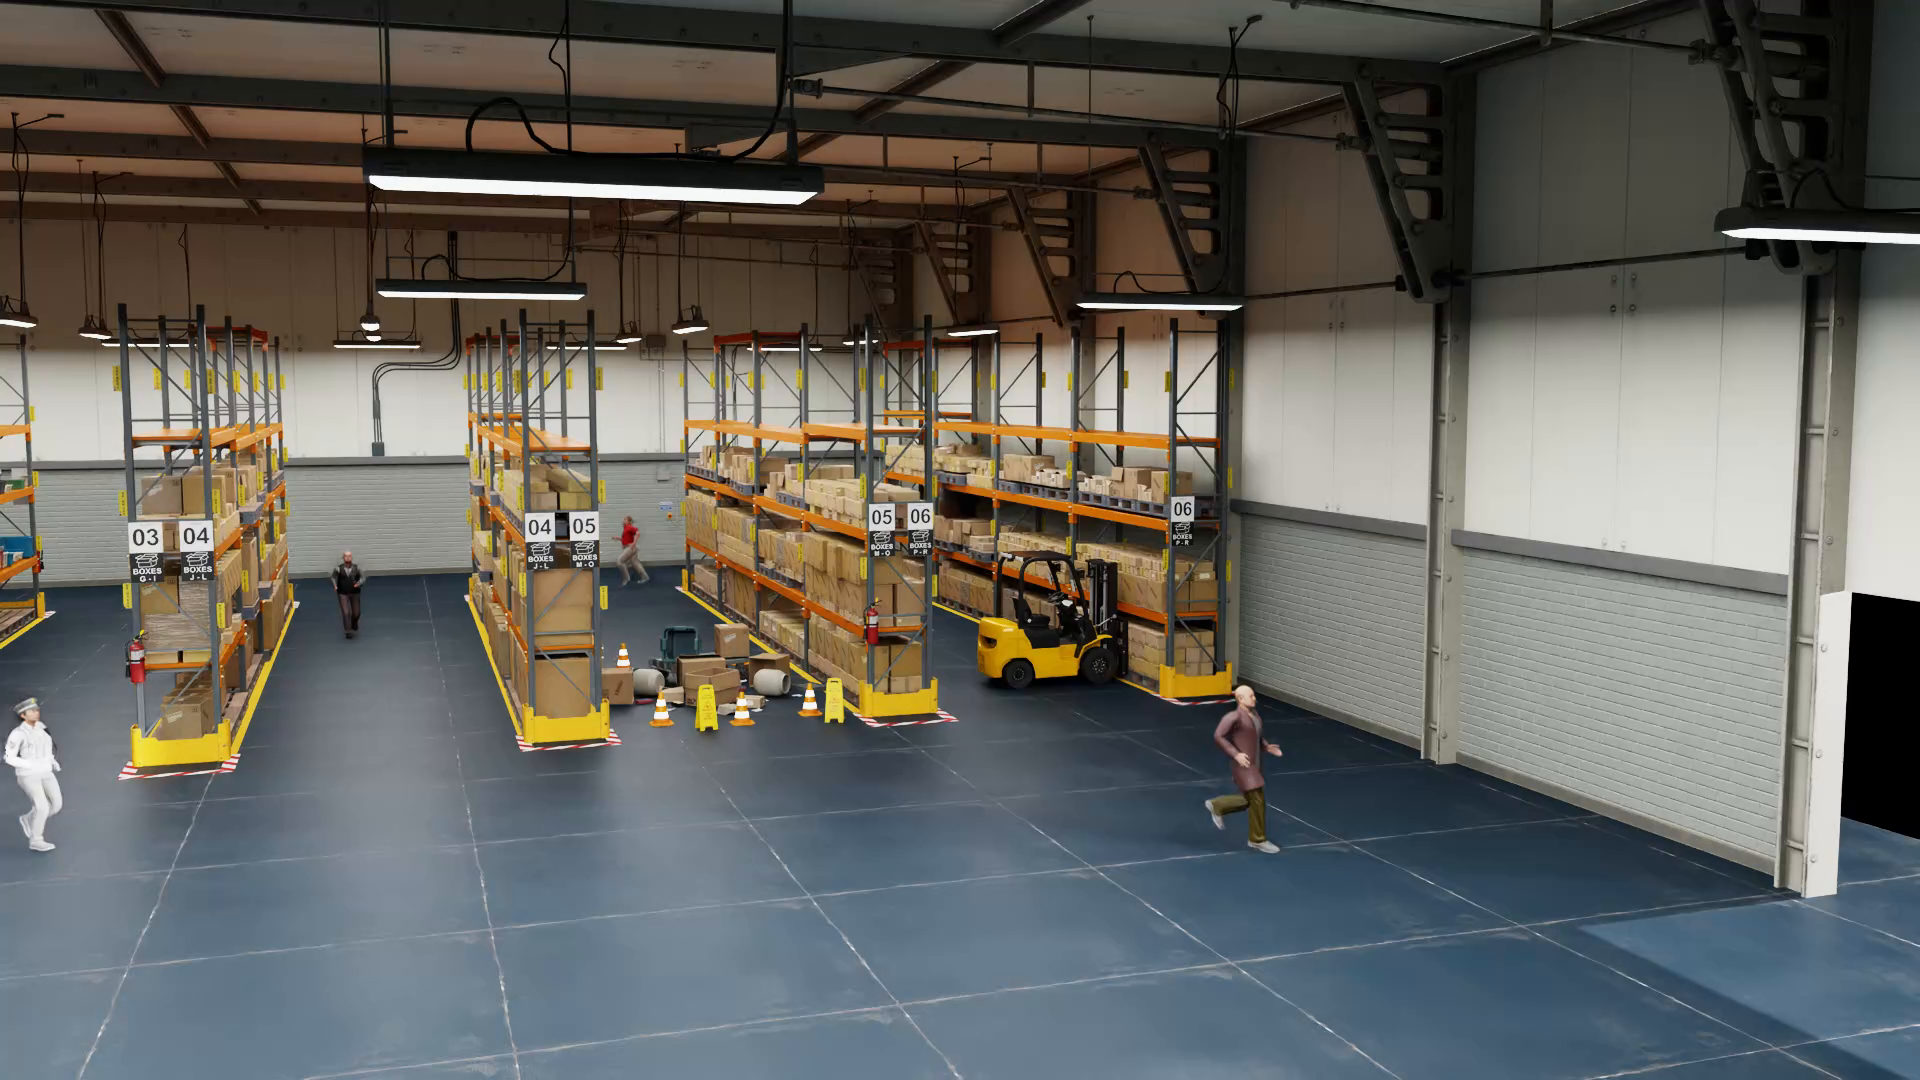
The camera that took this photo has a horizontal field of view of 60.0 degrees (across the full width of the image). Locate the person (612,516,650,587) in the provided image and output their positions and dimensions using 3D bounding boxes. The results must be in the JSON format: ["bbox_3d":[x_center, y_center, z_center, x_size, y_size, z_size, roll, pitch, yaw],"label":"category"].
[{"bbox_3d":[-8.089,0.287,40.825,0.908,1.775,0.675,-1,6,-10],"label":"person"}]

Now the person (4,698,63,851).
[{"bbox_3d":[-9.898,2.496,17.780,0.573,1.648,0.612,1,6,14],"label":"person"}]

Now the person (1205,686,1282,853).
[{"bbox_3d":[3.031,2.444,17.909,0.915,1.771,0.711,4,7,34],"label":"person"}]

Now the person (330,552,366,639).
[{"bbox_3d":[-12.003,1.070,32.639,0.667,1.686,0.779,-2,6,-23],"label":"person"}]
